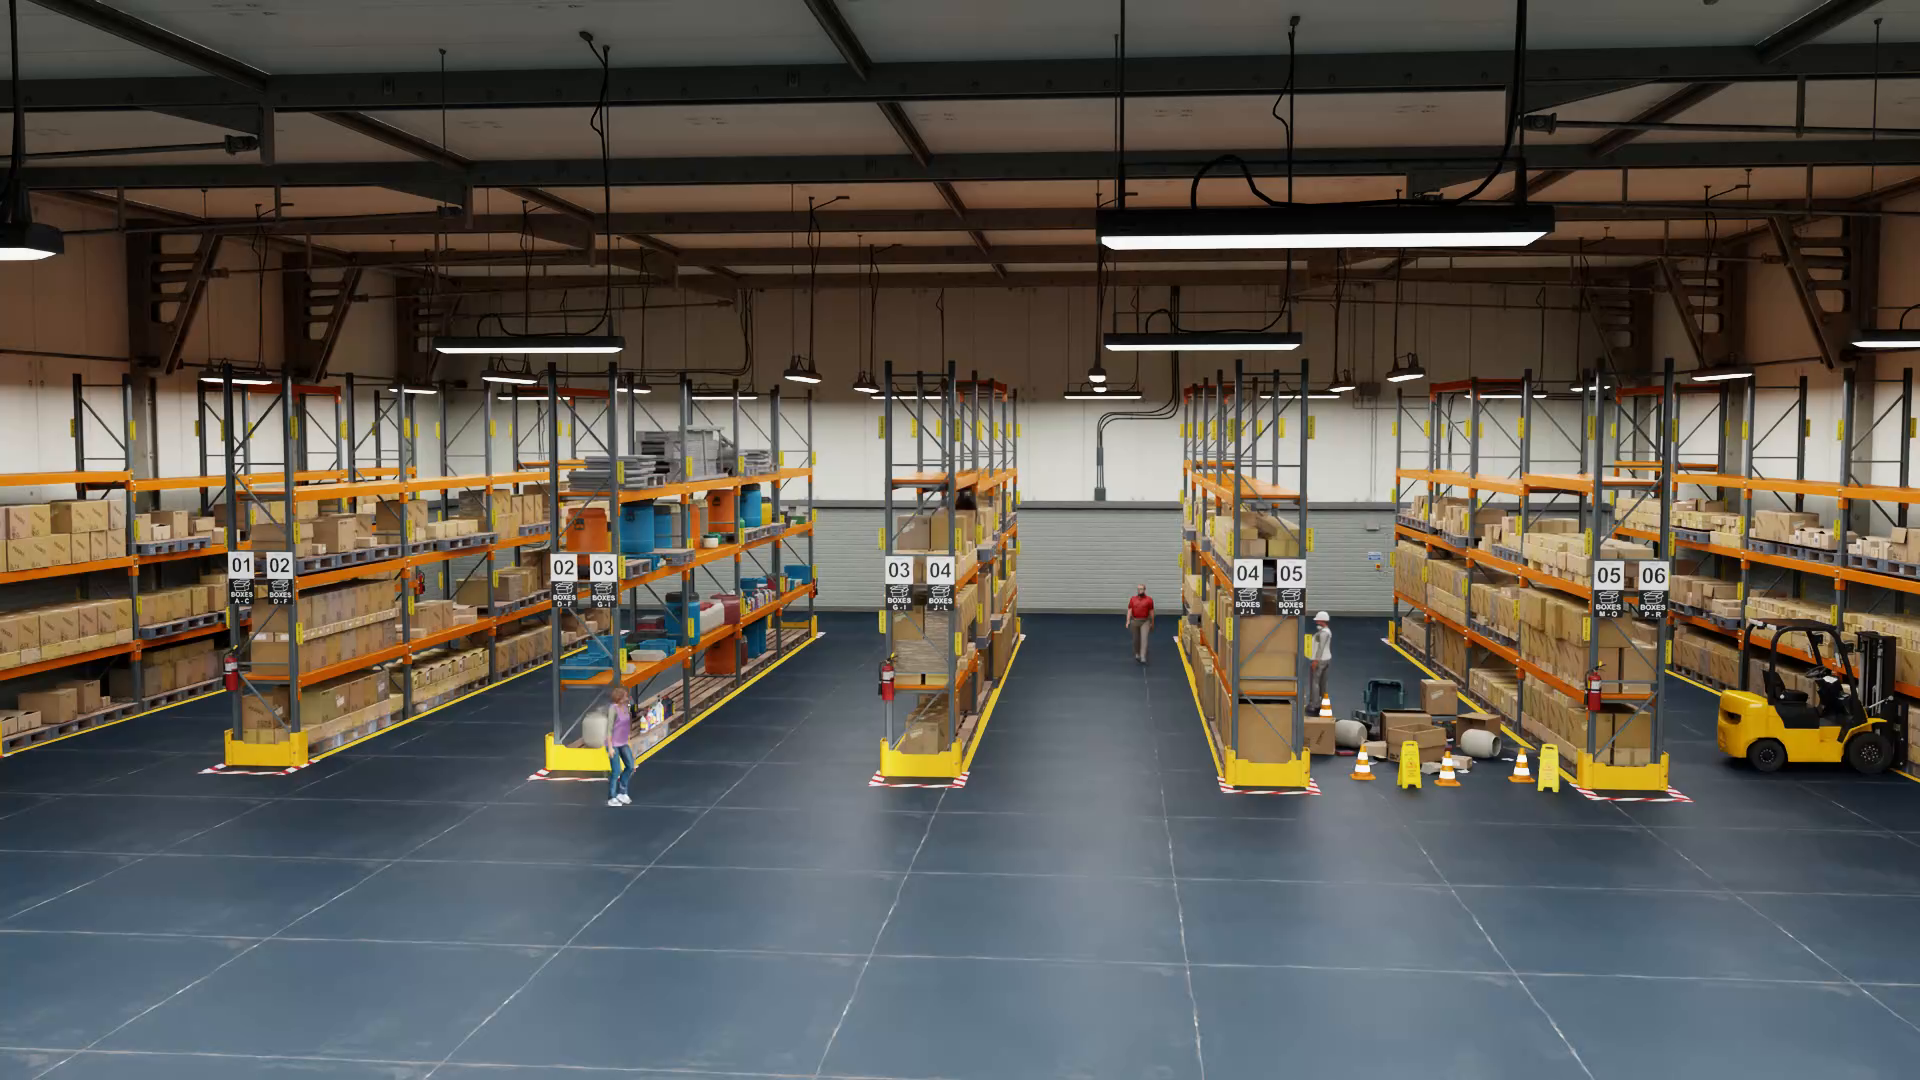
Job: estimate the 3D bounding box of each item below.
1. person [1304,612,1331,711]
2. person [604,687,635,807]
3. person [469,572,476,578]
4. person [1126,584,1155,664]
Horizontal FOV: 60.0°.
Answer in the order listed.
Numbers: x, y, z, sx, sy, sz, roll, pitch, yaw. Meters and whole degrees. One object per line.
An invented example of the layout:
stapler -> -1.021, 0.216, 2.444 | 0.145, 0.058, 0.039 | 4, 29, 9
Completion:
person -> 6.418, 2.168, 29.798 | 0.479, 1.777, 0.603 | 2, 4, 32
person -> -4.597, 2.768, 22.227 | 0.342, 1.620, 0.546 | 1, 4, 21
person -> -11.673, 1.593, 39.889 | 0.610, 1.683, 0.722 | 1, 4, 9
person -> 3.891, 1.801, 35.849 | 0.587, 1.681, 1.021 | 1, 4, 10
